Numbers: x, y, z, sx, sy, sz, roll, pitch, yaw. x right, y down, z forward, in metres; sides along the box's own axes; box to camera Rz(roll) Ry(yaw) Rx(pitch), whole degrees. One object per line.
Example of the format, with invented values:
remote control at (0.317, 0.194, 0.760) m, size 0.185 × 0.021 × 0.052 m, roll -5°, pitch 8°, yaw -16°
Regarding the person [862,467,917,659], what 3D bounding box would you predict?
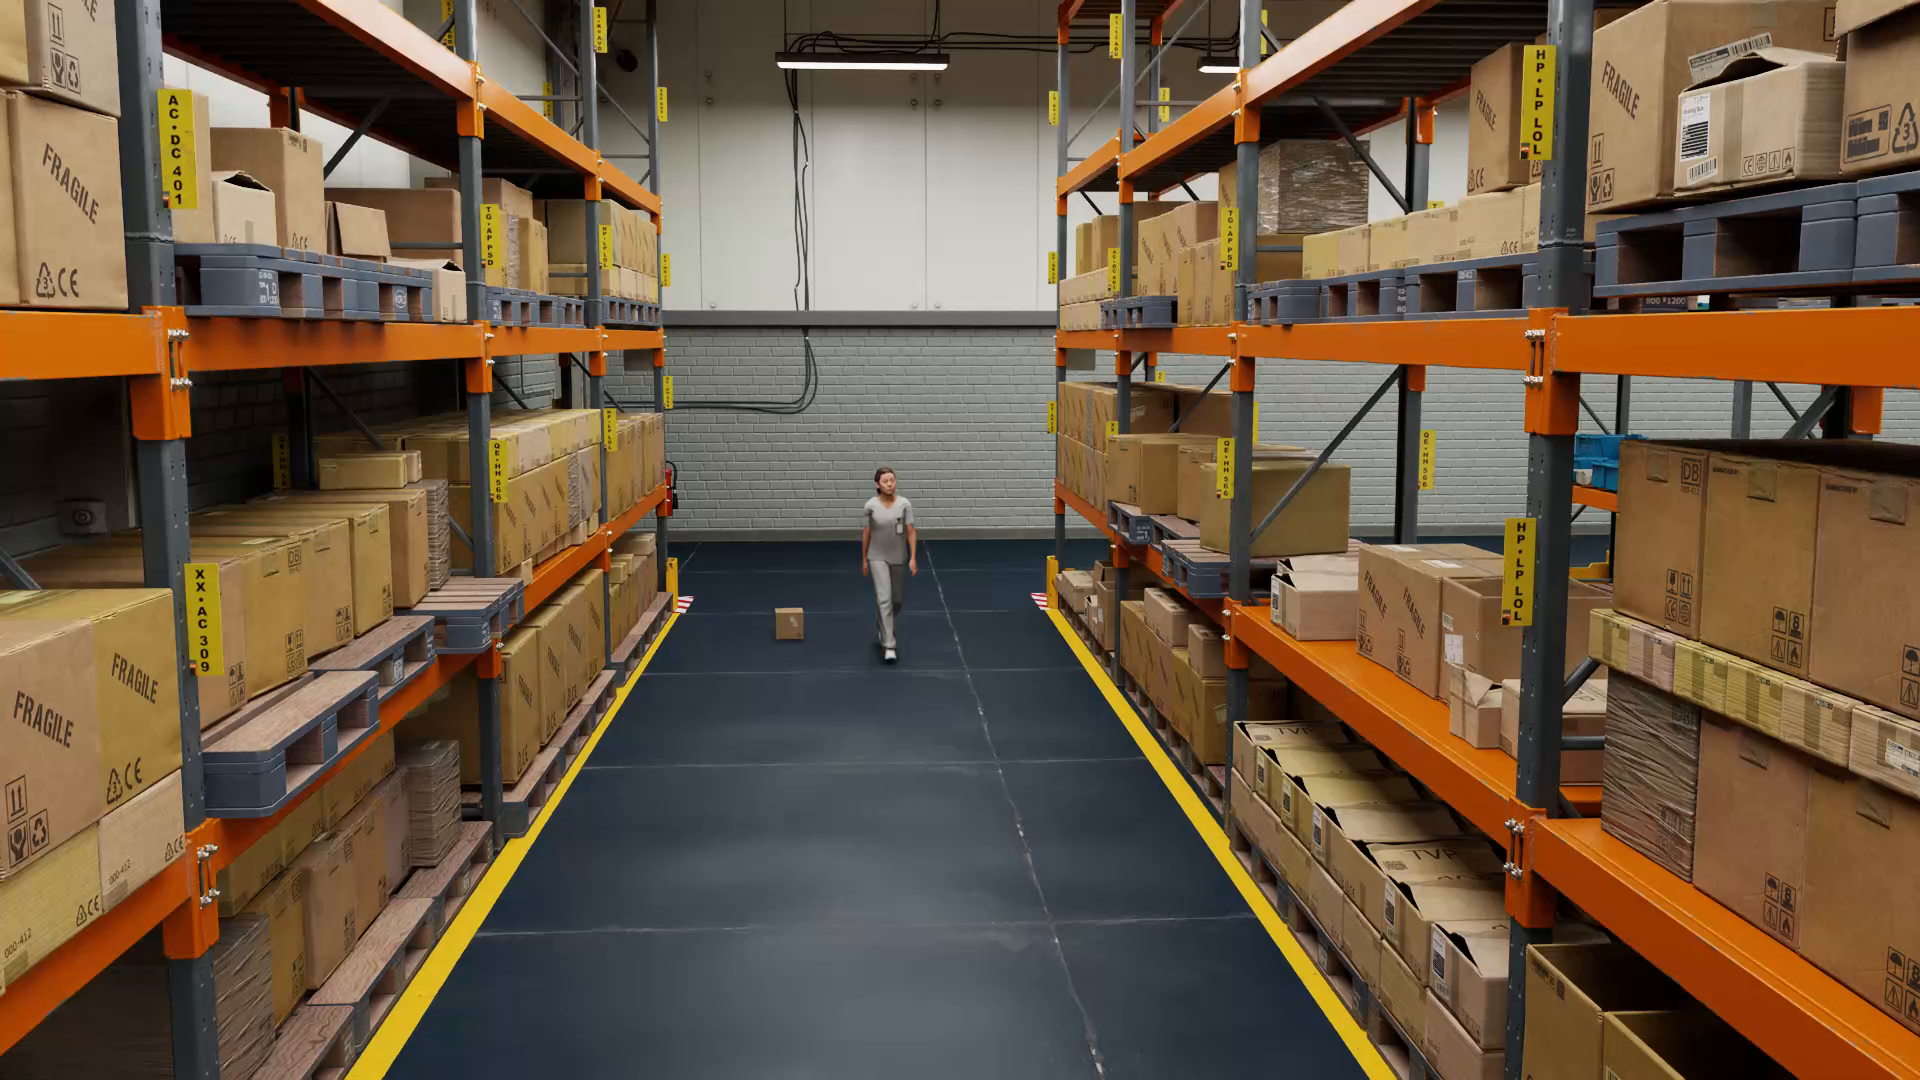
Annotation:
person at (-0.620, 0.172, 14.374) m, size 0.455 × 1.628 × 0.983 m, roll -2°, pitch 7°, yaw -14°
